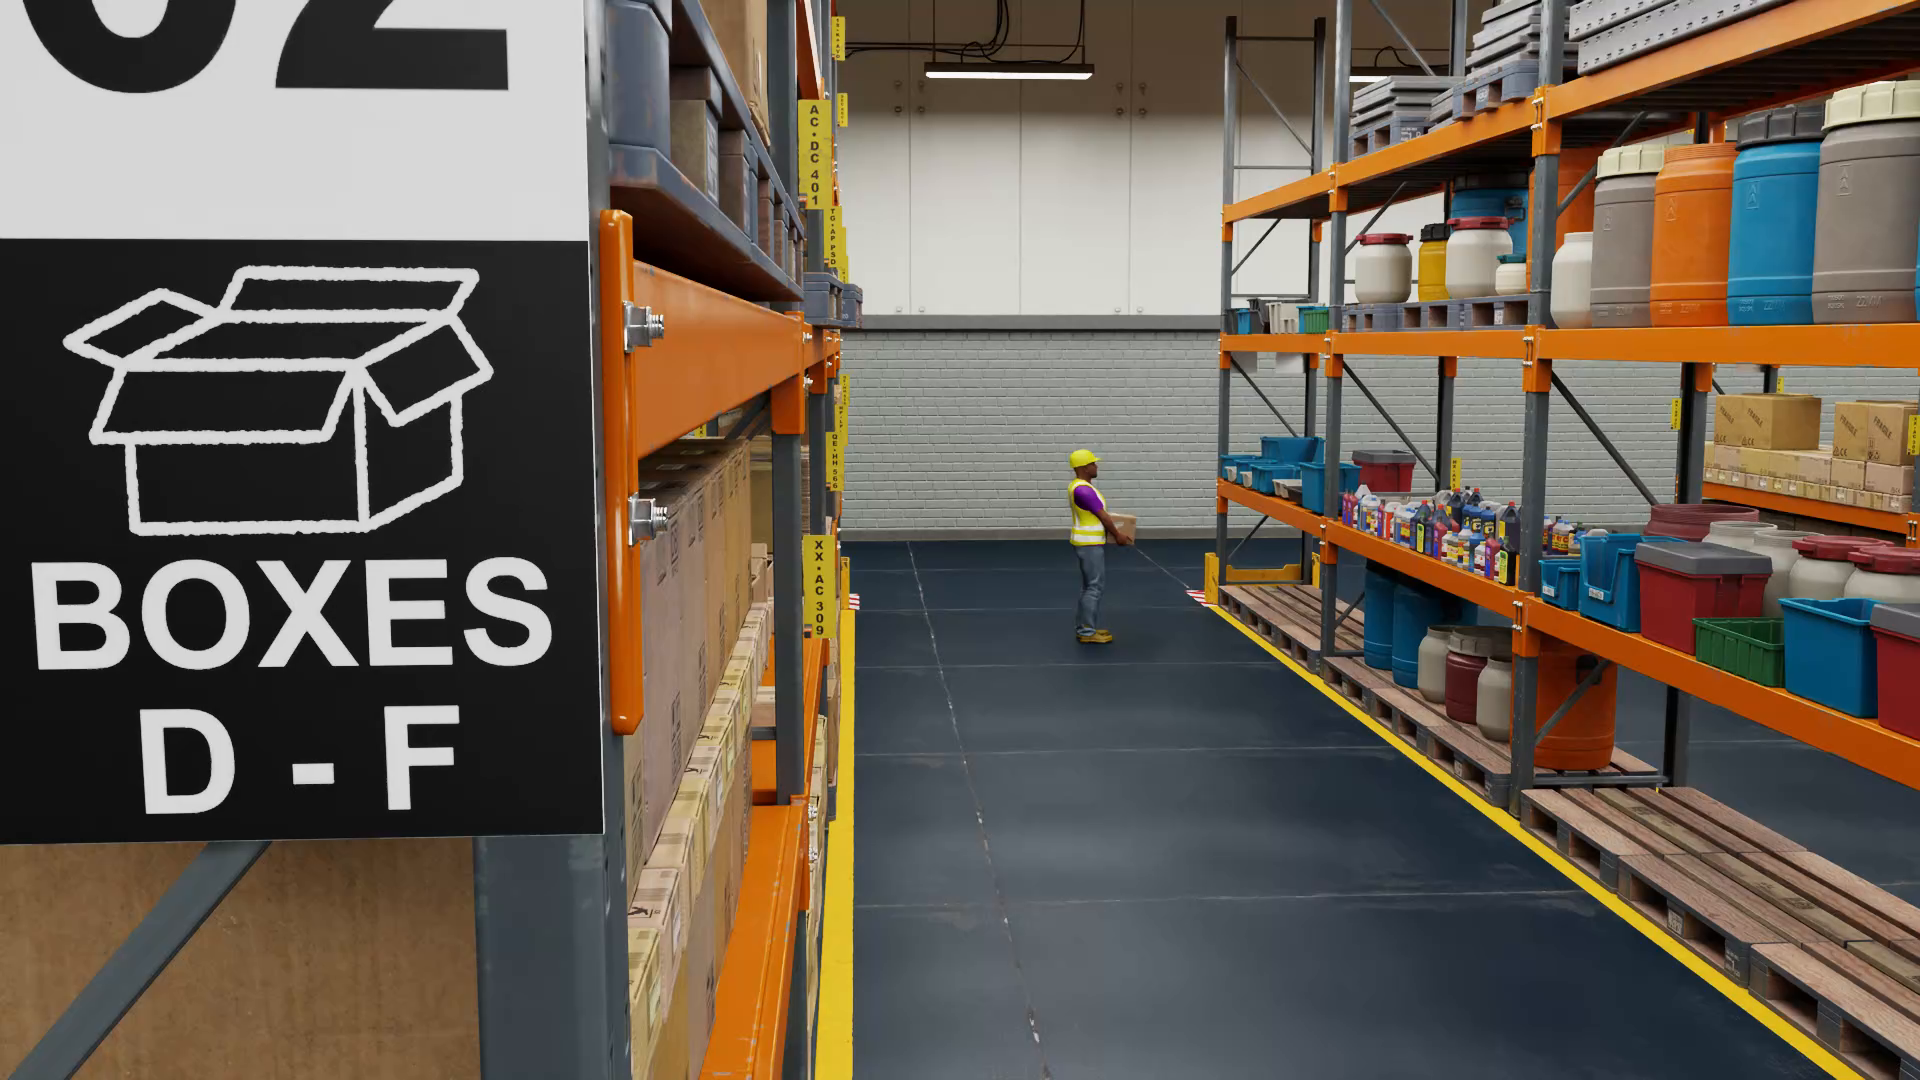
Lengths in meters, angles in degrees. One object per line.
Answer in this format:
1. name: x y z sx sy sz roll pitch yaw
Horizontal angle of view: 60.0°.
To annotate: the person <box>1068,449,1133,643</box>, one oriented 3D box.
1. person: 1.277 0.047 15.270 0.577 1.761 0.502 0 7 -3
